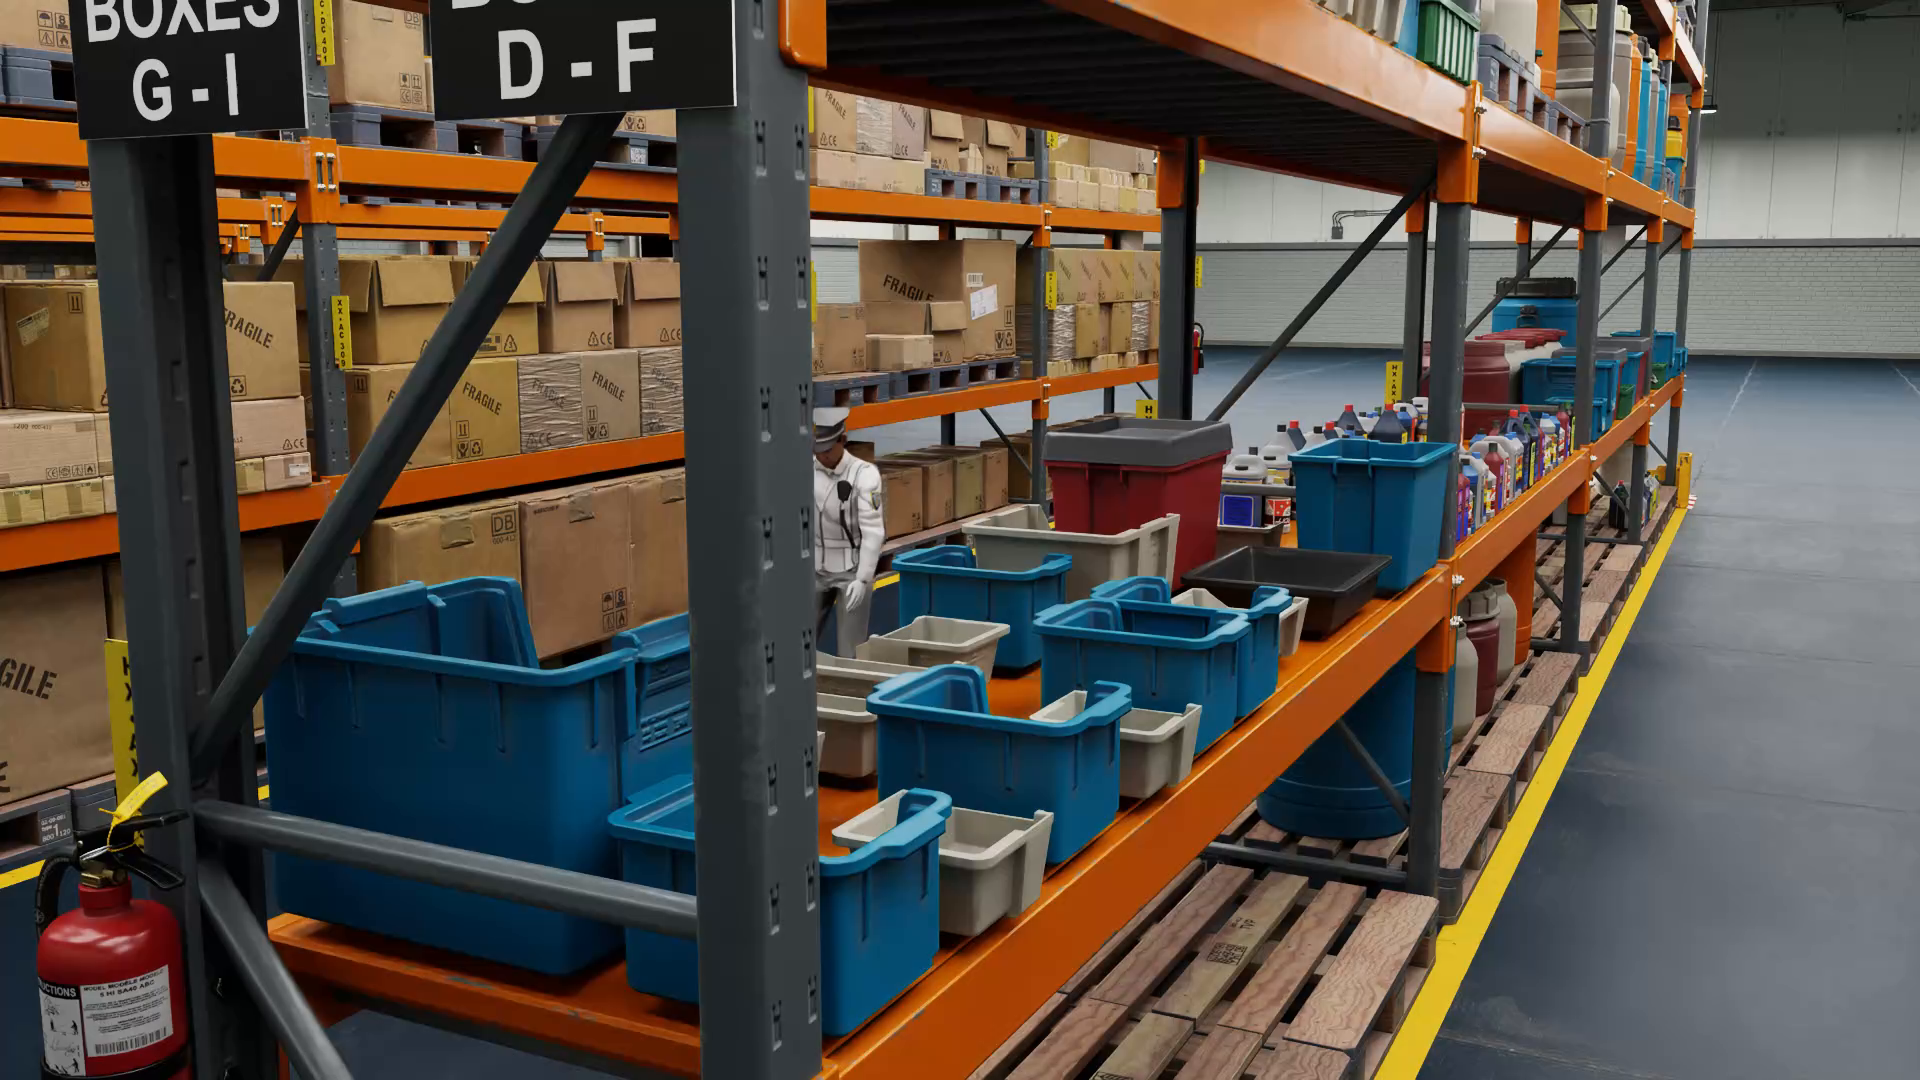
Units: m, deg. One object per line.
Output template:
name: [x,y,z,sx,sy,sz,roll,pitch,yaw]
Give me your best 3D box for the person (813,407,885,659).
person: [-0.584,0.190,7.828,0.496,1.635,0.428,5,10,27]
